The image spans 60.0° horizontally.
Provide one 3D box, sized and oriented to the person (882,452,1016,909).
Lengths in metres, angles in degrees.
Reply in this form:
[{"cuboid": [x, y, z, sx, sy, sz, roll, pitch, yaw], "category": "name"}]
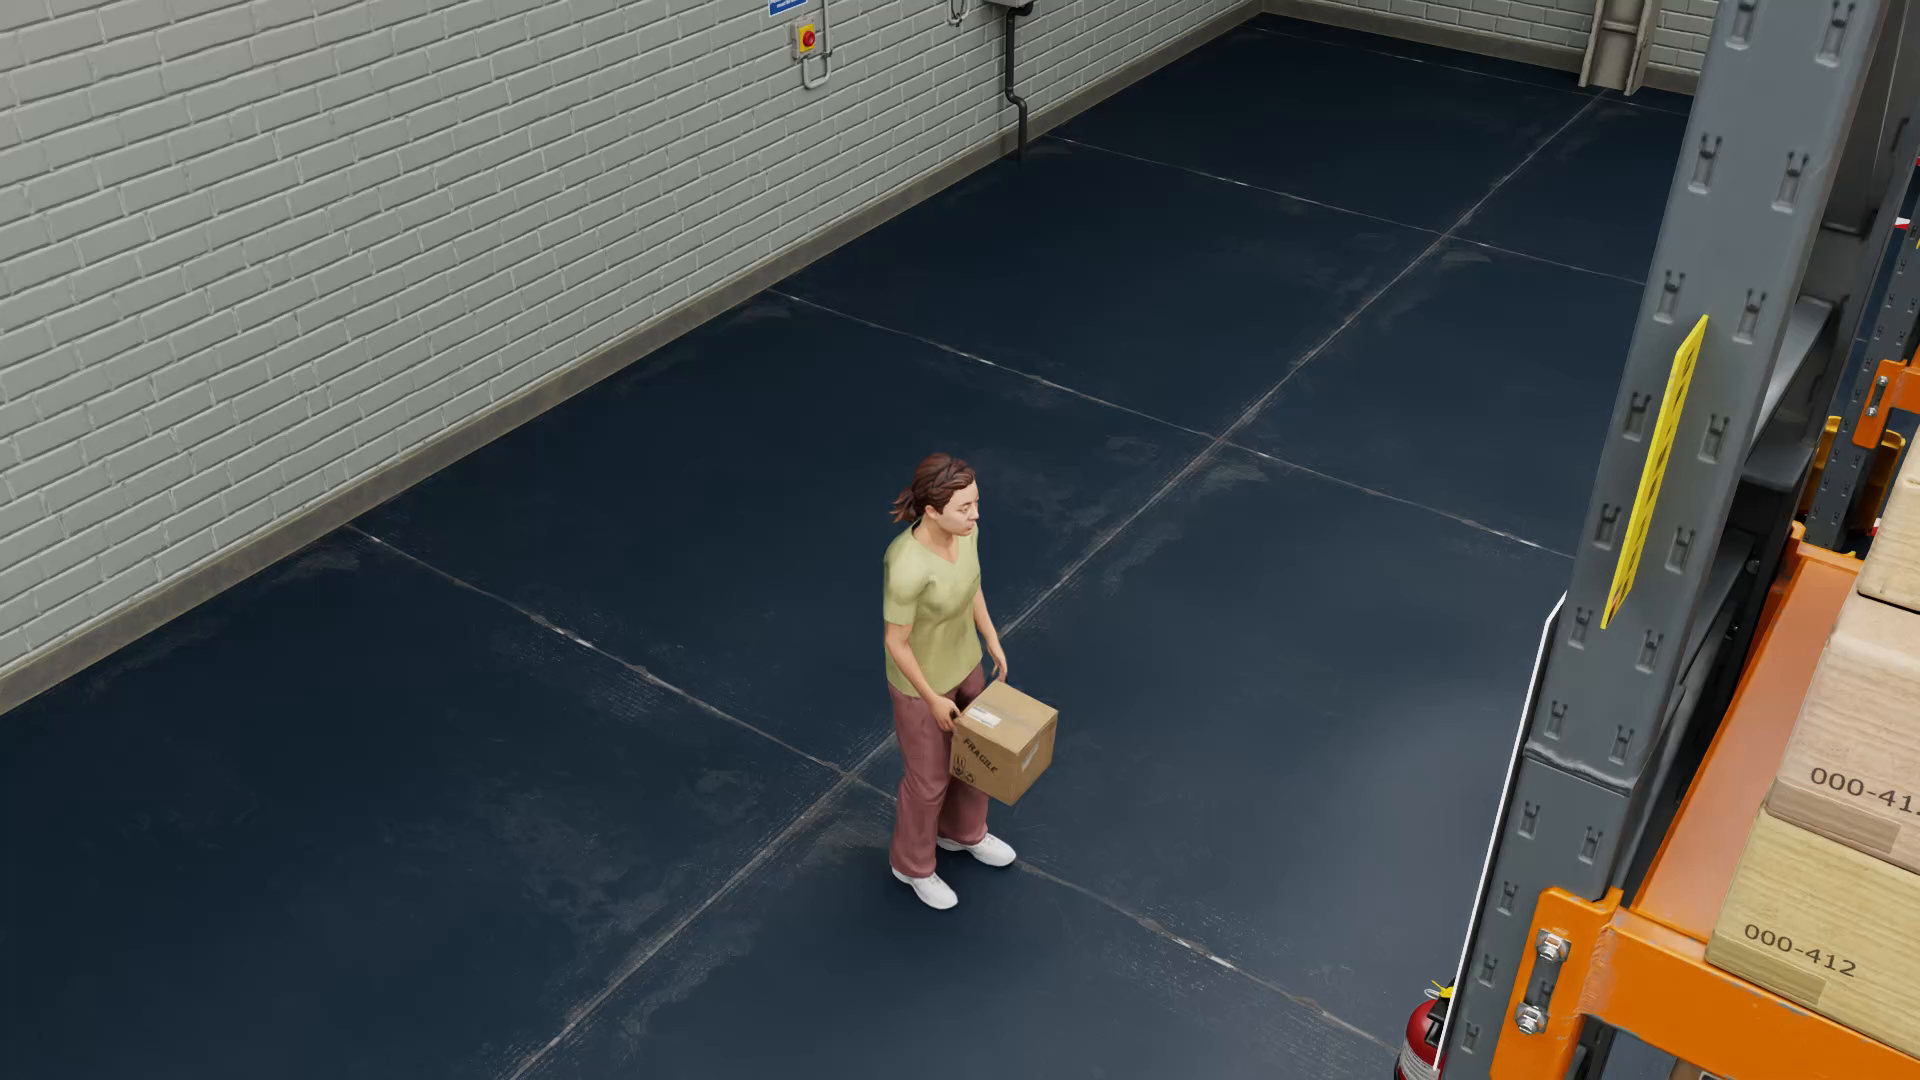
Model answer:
[{"cuboid": [-0.033, 0.455, 5.485, 0.414, 1.676, 0.477, 21, 40, 27], "category": "person"}]
